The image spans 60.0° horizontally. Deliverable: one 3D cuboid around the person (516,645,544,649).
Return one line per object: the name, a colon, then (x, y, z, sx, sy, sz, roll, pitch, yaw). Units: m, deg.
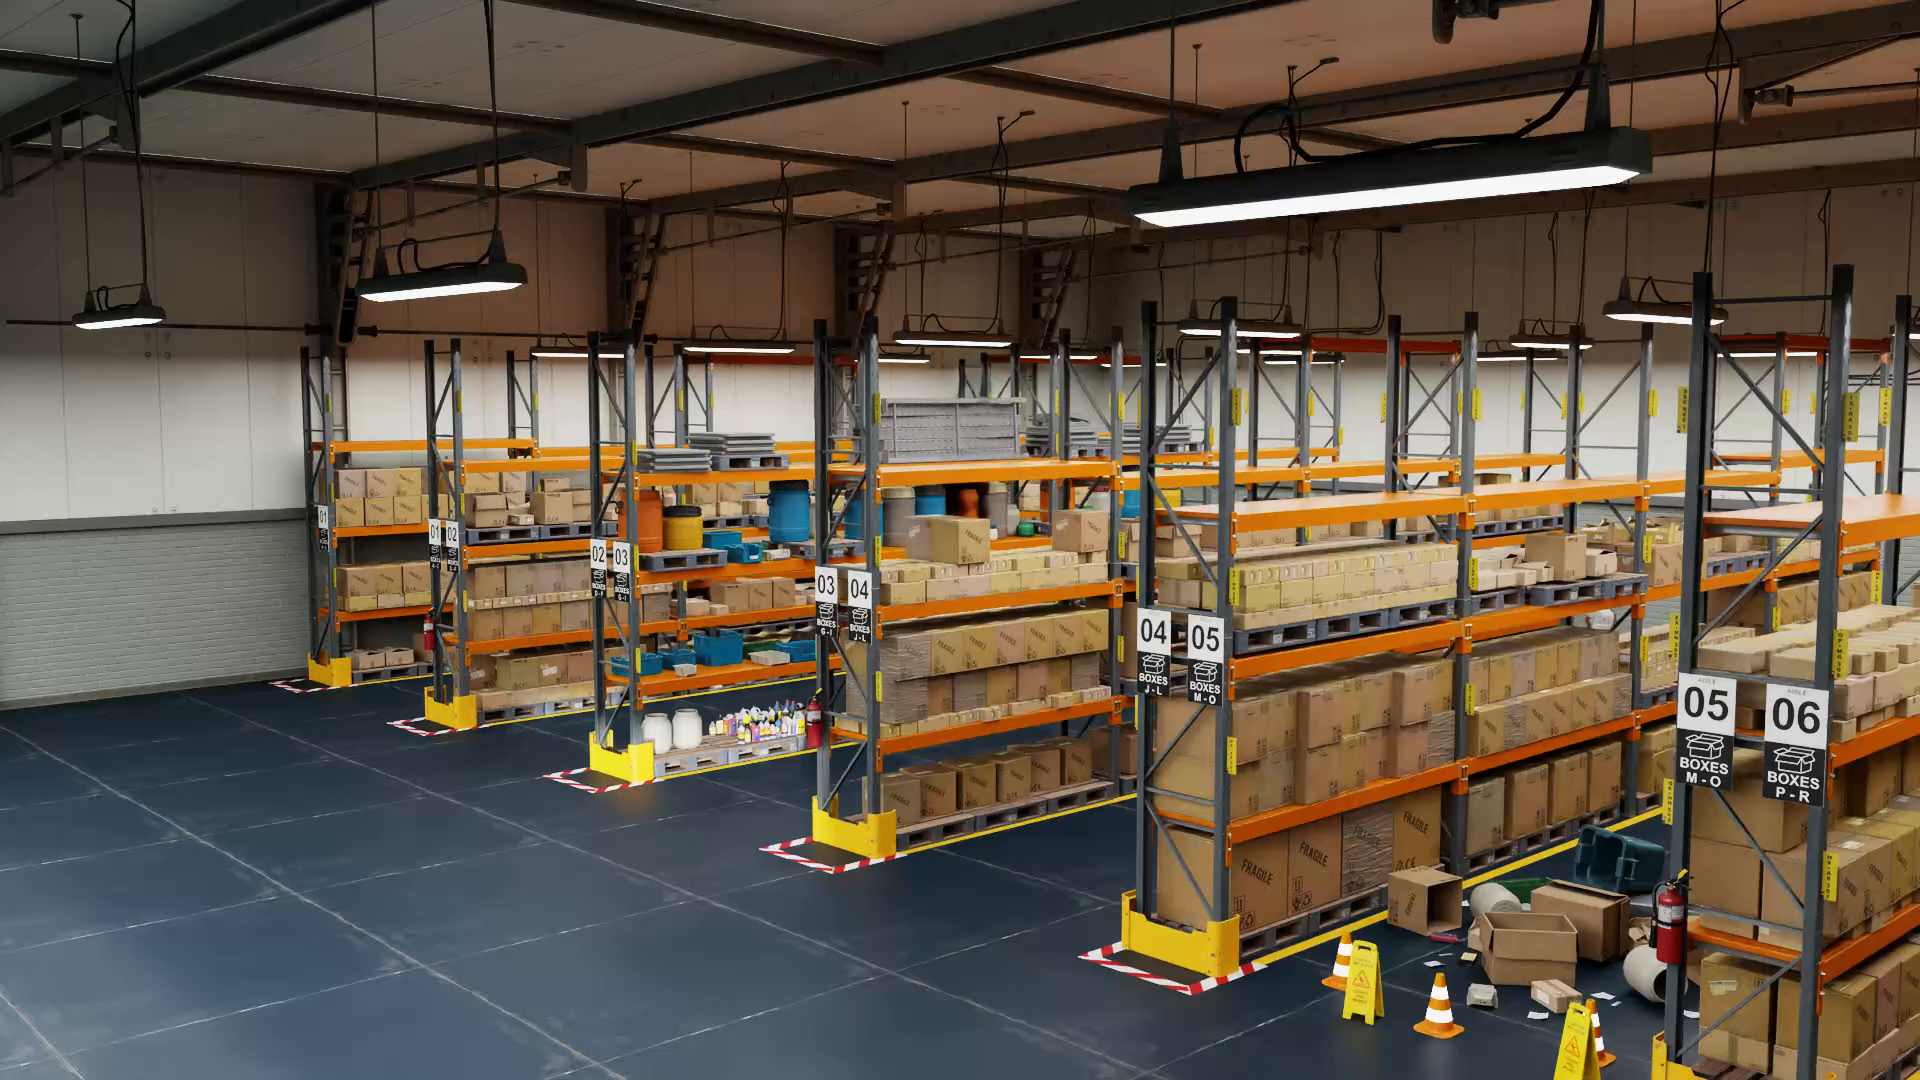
person: (-7.432, 1.745, 28.785, 0.656, 1.847, 0.937, 3, 6, 34)

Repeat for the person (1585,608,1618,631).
person: (11.644, 1.696, 30.187, 0.614, 1.681, 0.634, -2, 5, -23)
